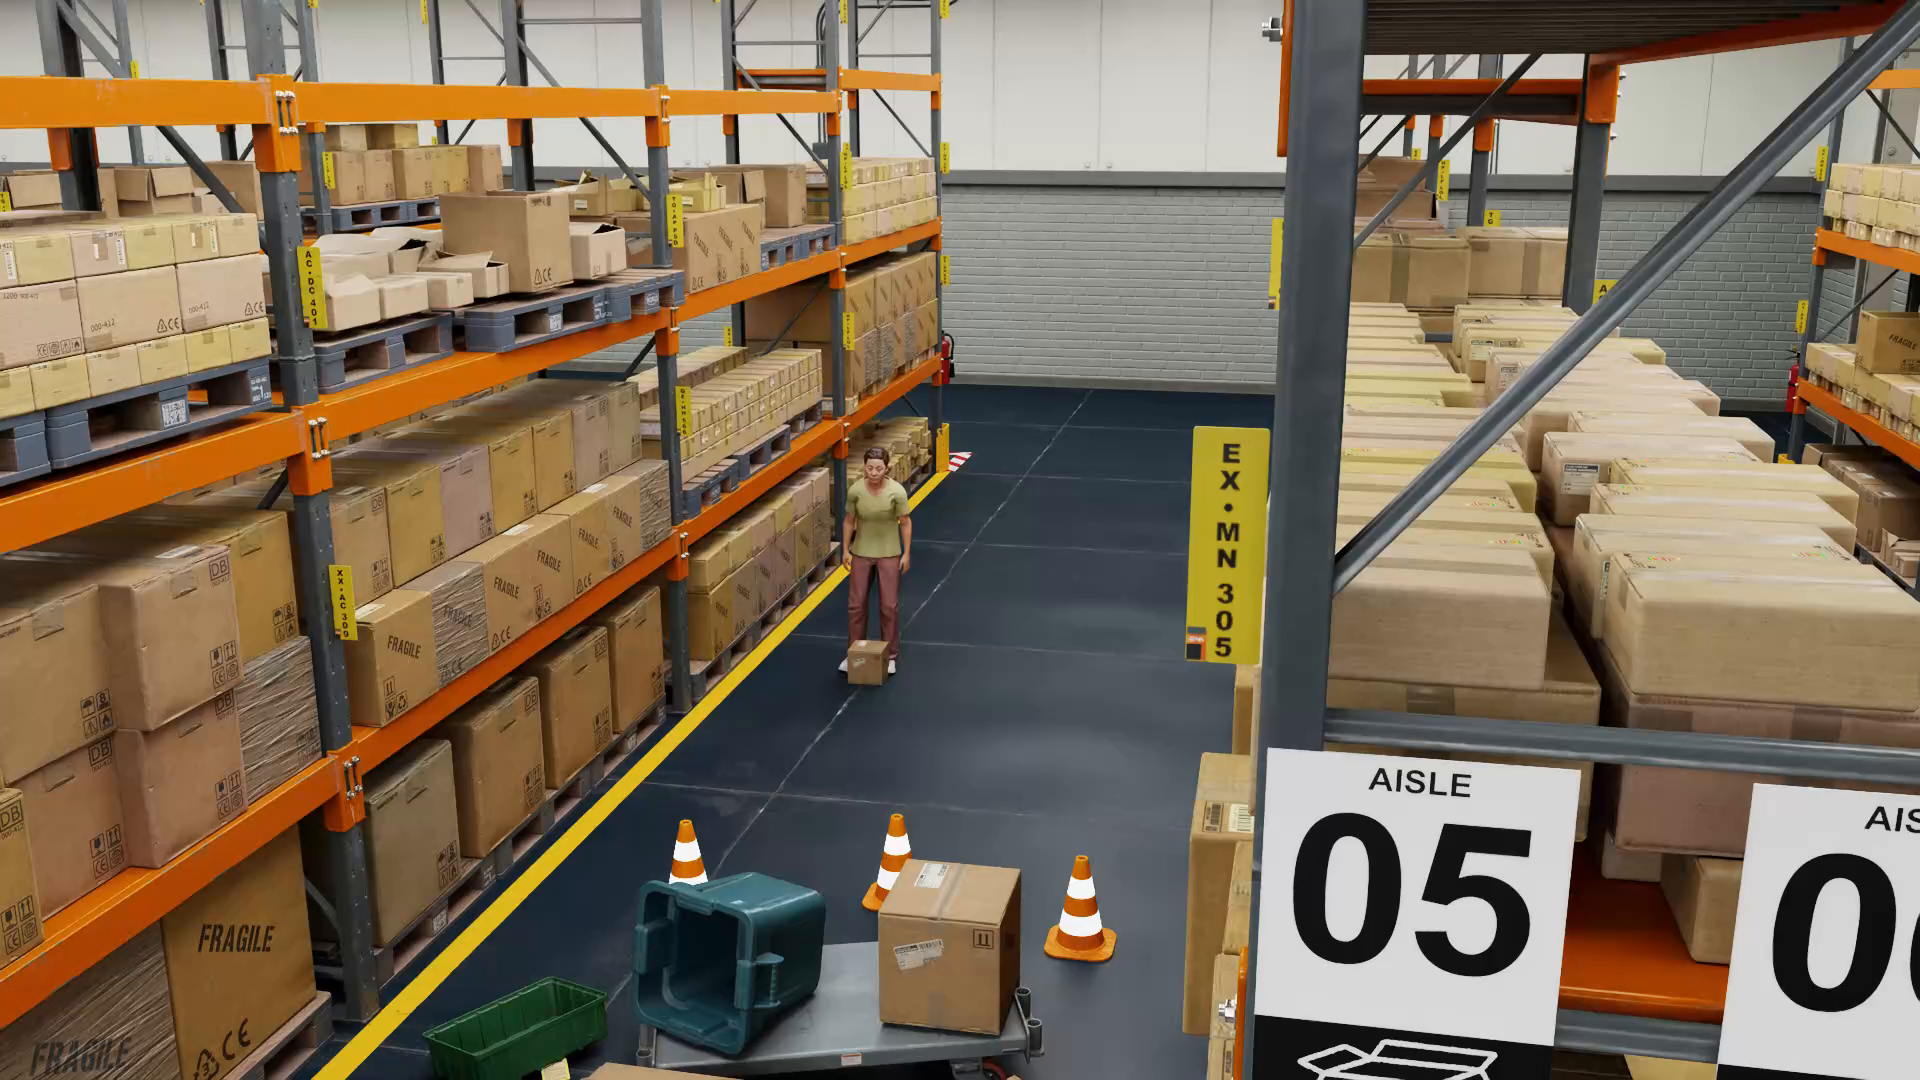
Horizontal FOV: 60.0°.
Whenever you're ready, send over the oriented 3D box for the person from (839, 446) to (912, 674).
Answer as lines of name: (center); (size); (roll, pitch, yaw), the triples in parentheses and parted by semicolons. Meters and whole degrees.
person: (-0.612, 0.132, 12.016); (0.517, 1.671, 0.363); (2, 15, 8)
